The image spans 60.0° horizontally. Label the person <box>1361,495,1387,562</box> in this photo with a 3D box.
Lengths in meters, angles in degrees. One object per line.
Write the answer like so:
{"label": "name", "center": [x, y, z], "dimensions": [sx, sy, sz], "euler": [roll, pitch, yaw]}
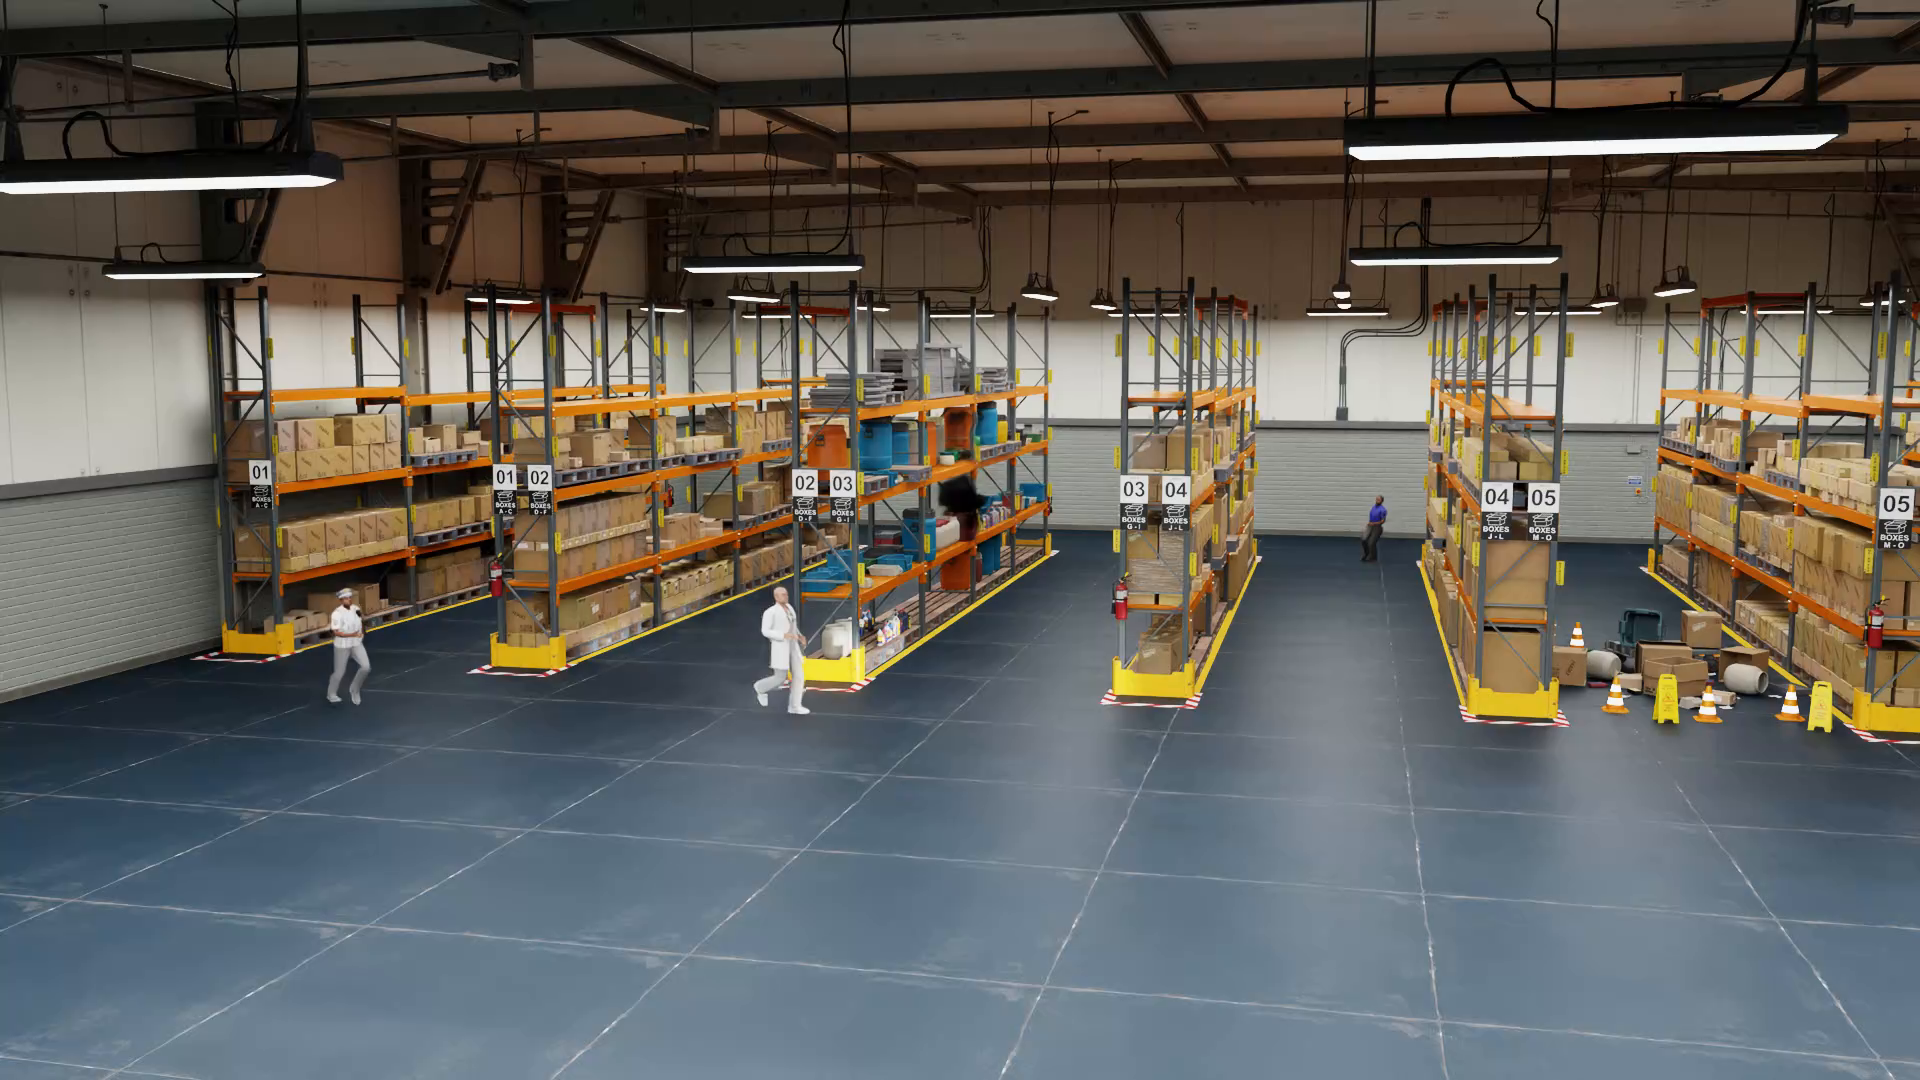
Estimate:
{"label": "person", "center": [9.652, -0.249, 38.757], "dimensions": [0.617, 1.577, 0.579], "euler": [-5, 8, -39]}

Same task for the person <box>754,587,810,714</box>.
{"label": "person", "center": [-2.437, 1.514, 22.871], "dimensions": [0.905, 1.745, 0.724], "euler": [5, 8, 38]}

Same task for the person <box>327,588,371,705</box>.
{"label": "person", "center": [-8.556, 1.486, 23.324], "dimensions": [0.838, 1.675, 0.588], "euler": [5, 9, 40]}
